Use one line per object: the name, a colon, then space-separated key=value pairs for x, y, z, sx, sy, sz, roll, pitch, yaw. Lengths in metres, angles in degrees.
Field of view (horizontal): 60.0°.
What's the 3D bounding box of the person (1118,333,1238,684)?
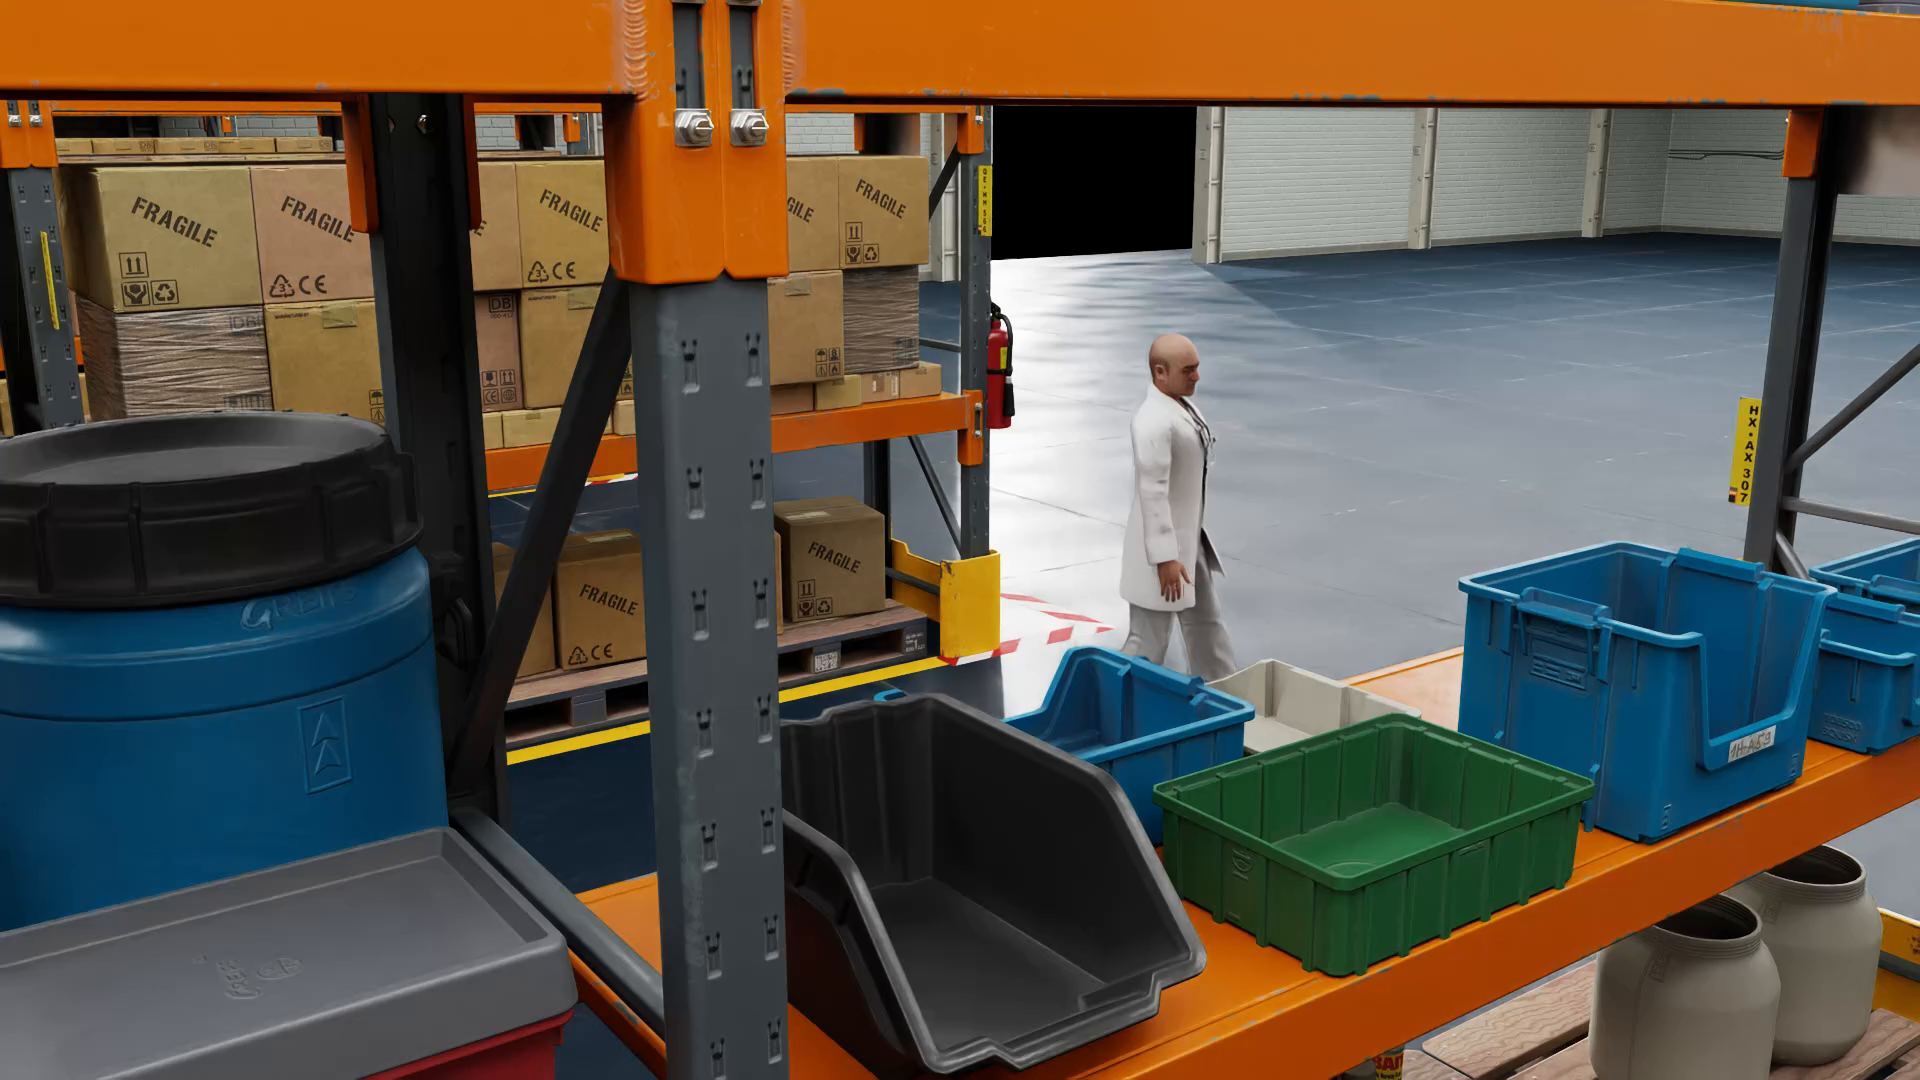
person: x=0.980 y=0.025 z=6.873 sx=0.777 sy=1.762 sz=0.635 roll=5 pitch=15 yaw=18
